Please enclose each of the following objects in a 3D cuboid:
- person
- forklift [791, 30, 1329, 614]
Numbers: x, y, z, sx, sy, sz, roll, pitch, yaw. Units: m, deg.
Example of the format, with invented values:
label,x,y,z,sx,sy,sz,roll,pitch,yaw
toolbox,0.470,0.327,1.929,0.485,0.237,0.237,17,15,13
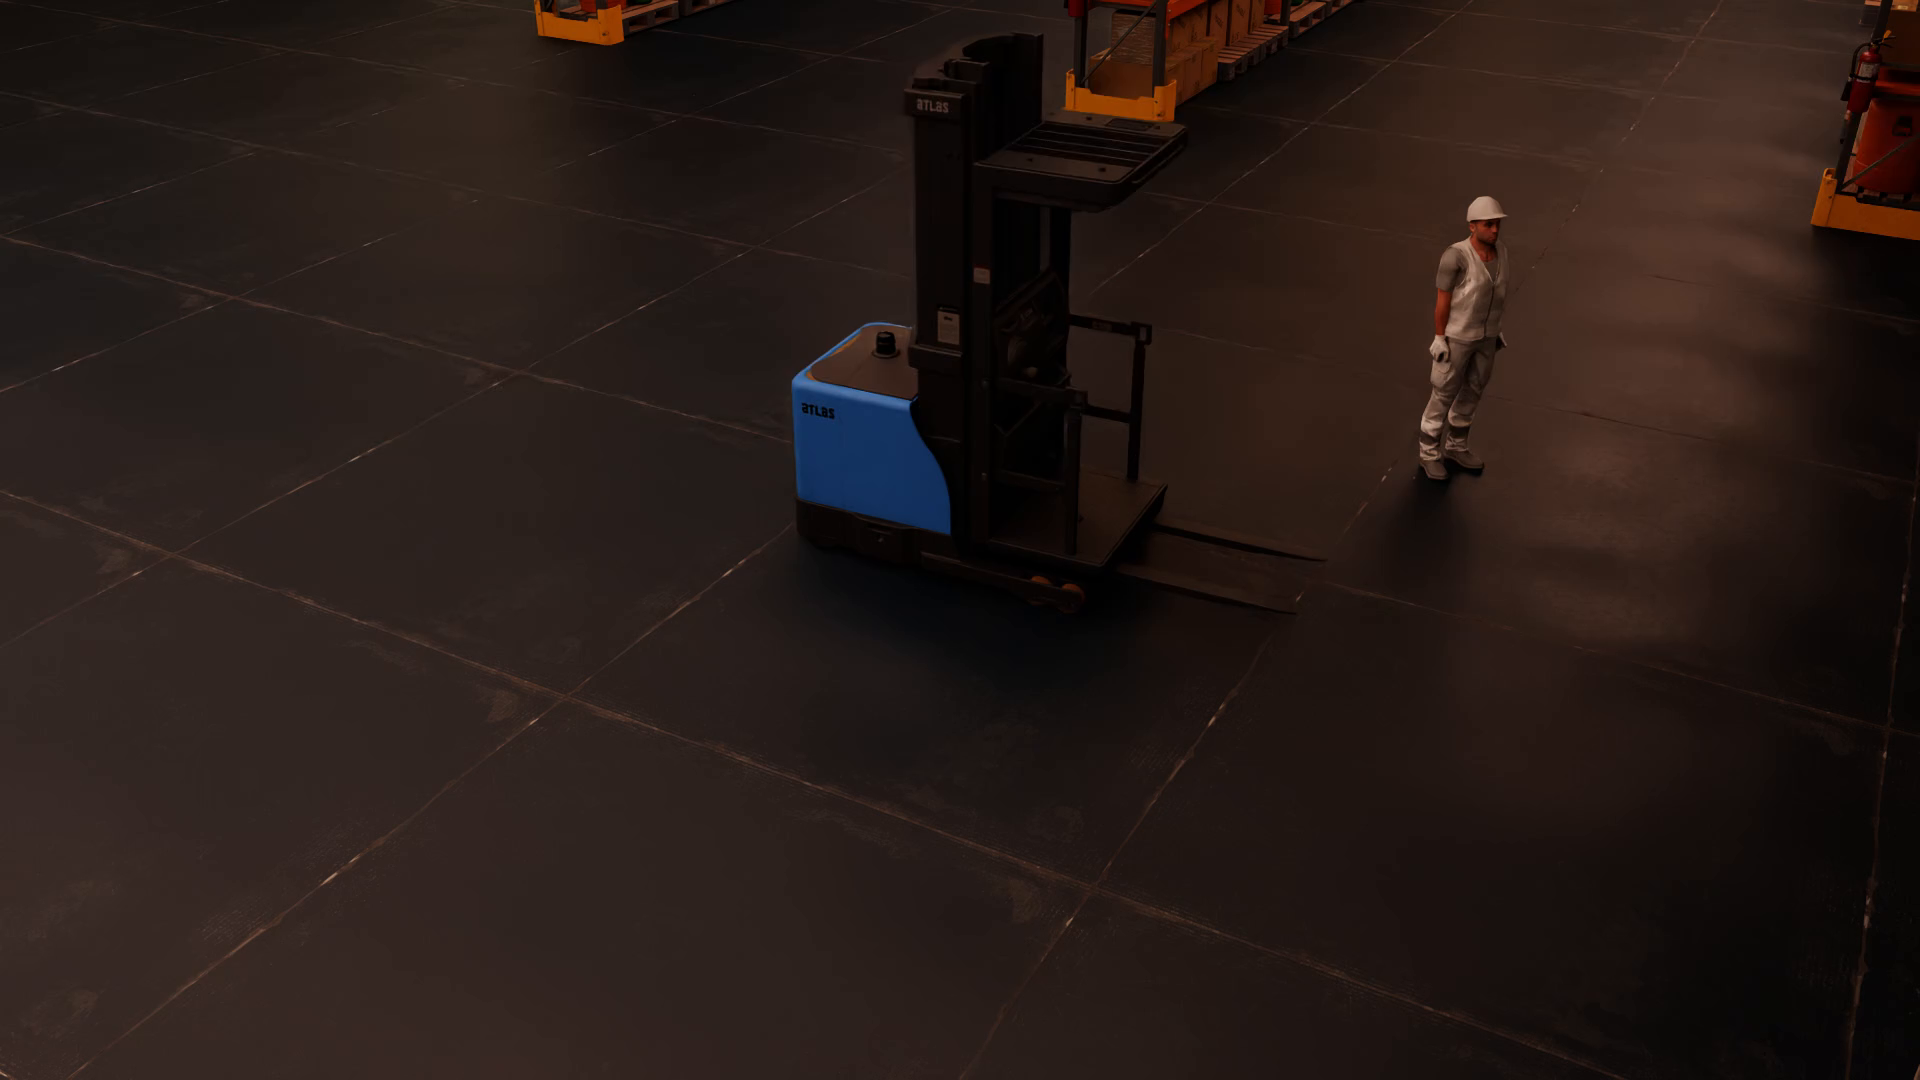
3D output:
label,x,y,z,sx,sy,sz,roll,pitch,yaw
person,3.188,-1.262,10.400,0.535,1.794,0.375,-14,33,-23
forklift,0.576,-1.160,9.081,3.031,2.935,1.130,13,33,22
